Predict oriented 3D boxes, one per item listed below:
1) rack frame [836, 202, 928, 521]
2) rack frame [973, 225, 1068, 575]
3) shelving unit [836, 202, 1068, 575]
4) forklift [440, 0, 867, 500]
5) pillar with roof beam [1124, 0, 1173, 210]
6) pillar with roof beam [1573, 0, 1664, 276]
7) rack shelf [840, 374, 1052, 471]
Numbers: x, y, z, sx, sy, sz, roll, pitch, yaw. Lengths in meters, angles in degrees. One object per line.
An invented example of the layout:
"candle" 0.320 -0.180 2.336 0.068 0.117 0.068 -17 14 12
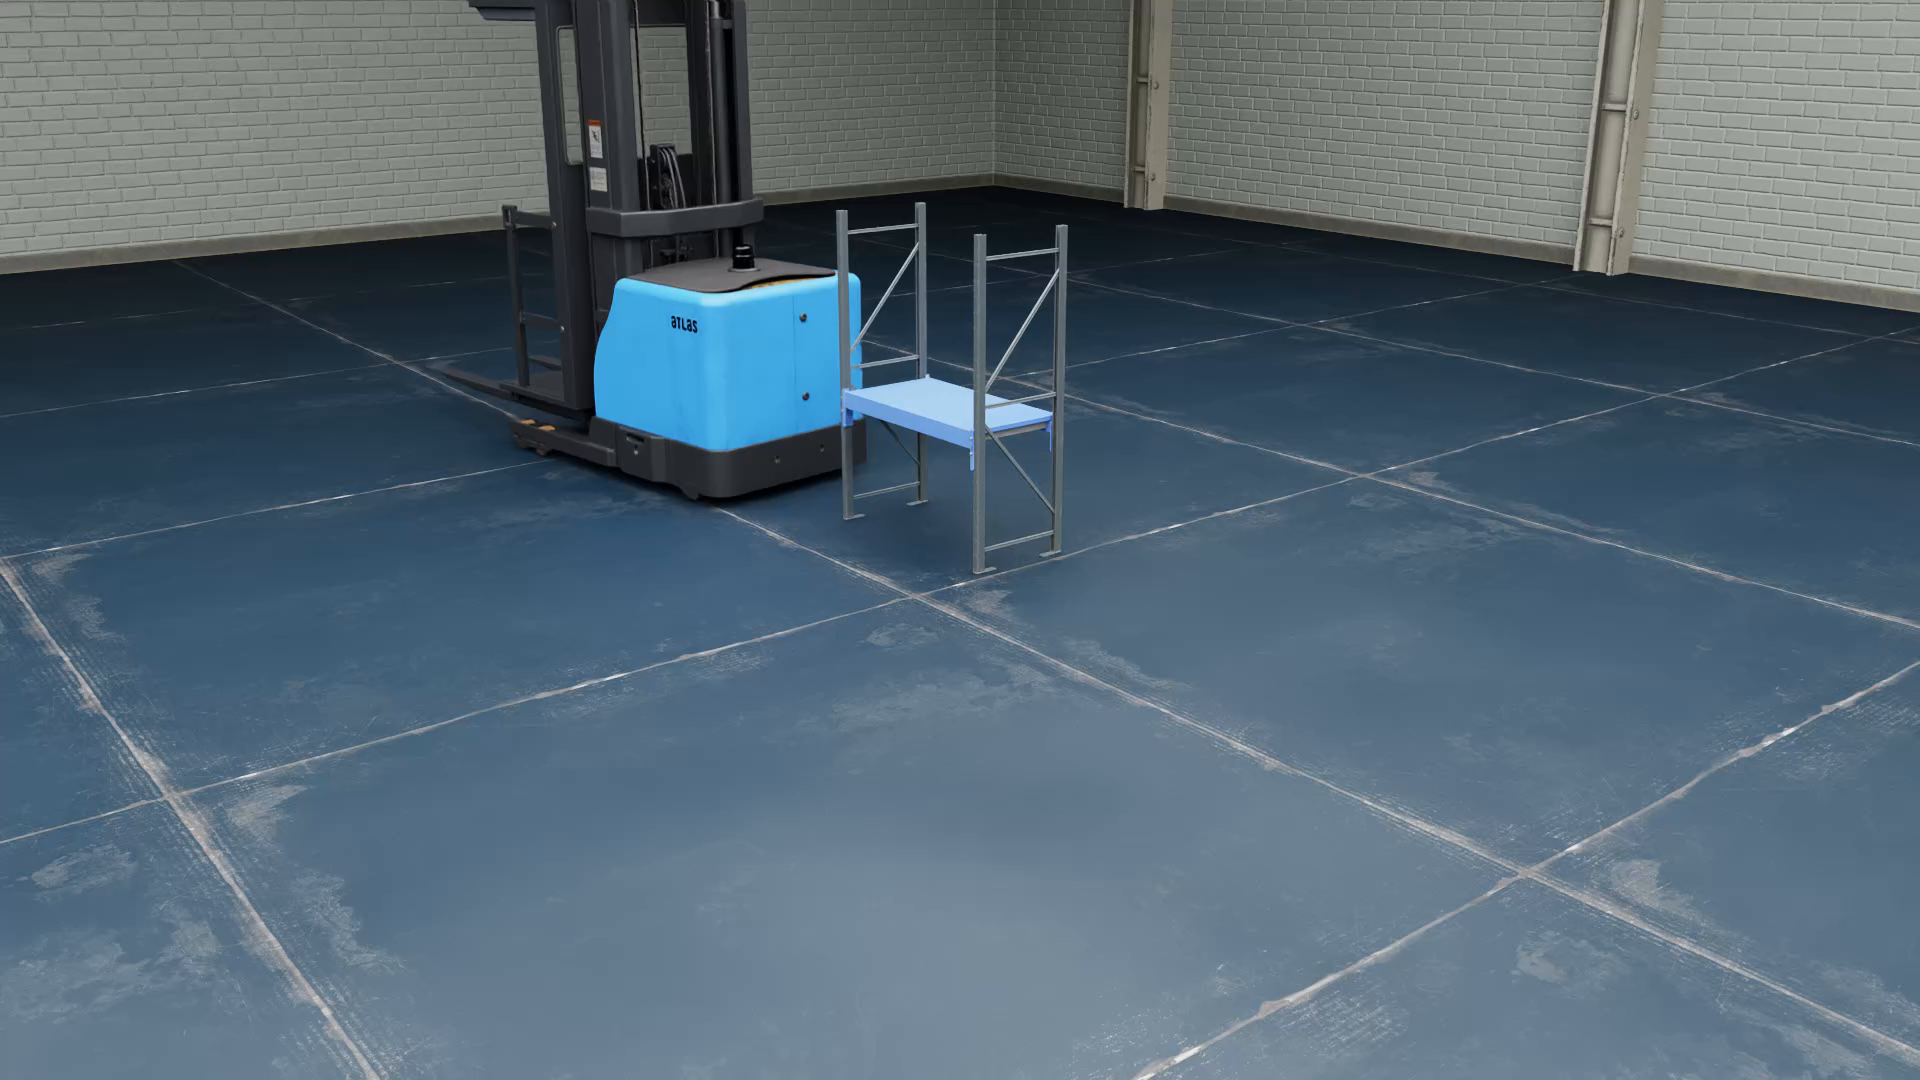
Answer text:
"rack frame" -0.369 -0.858 8.068 0.500 1.500 0.032 -14 23 -36
"rack frame" 0.263 -0.608 7.312 0.500 1.500 0.032 -14 23 -36
"shelving unit" -0.053 -0.733 7.690 0.538 1.500 1.048 -14 23 -36
"forklift" -1.908 -1.968 9.144 3.031 2.935 1.130 17 25 41
"pillar with roof beam" -1.179 -7.394 15.876 9.100 9.000 0.400 -14 23 -36
"pillar with roof beam" 2.546 -5.915 11.411 9.100 9.000 0.400 -14 23 -36
"rack shelf" -0.053 -0.562 7.747 0.538 0.185 1.000 -14 23 -36
